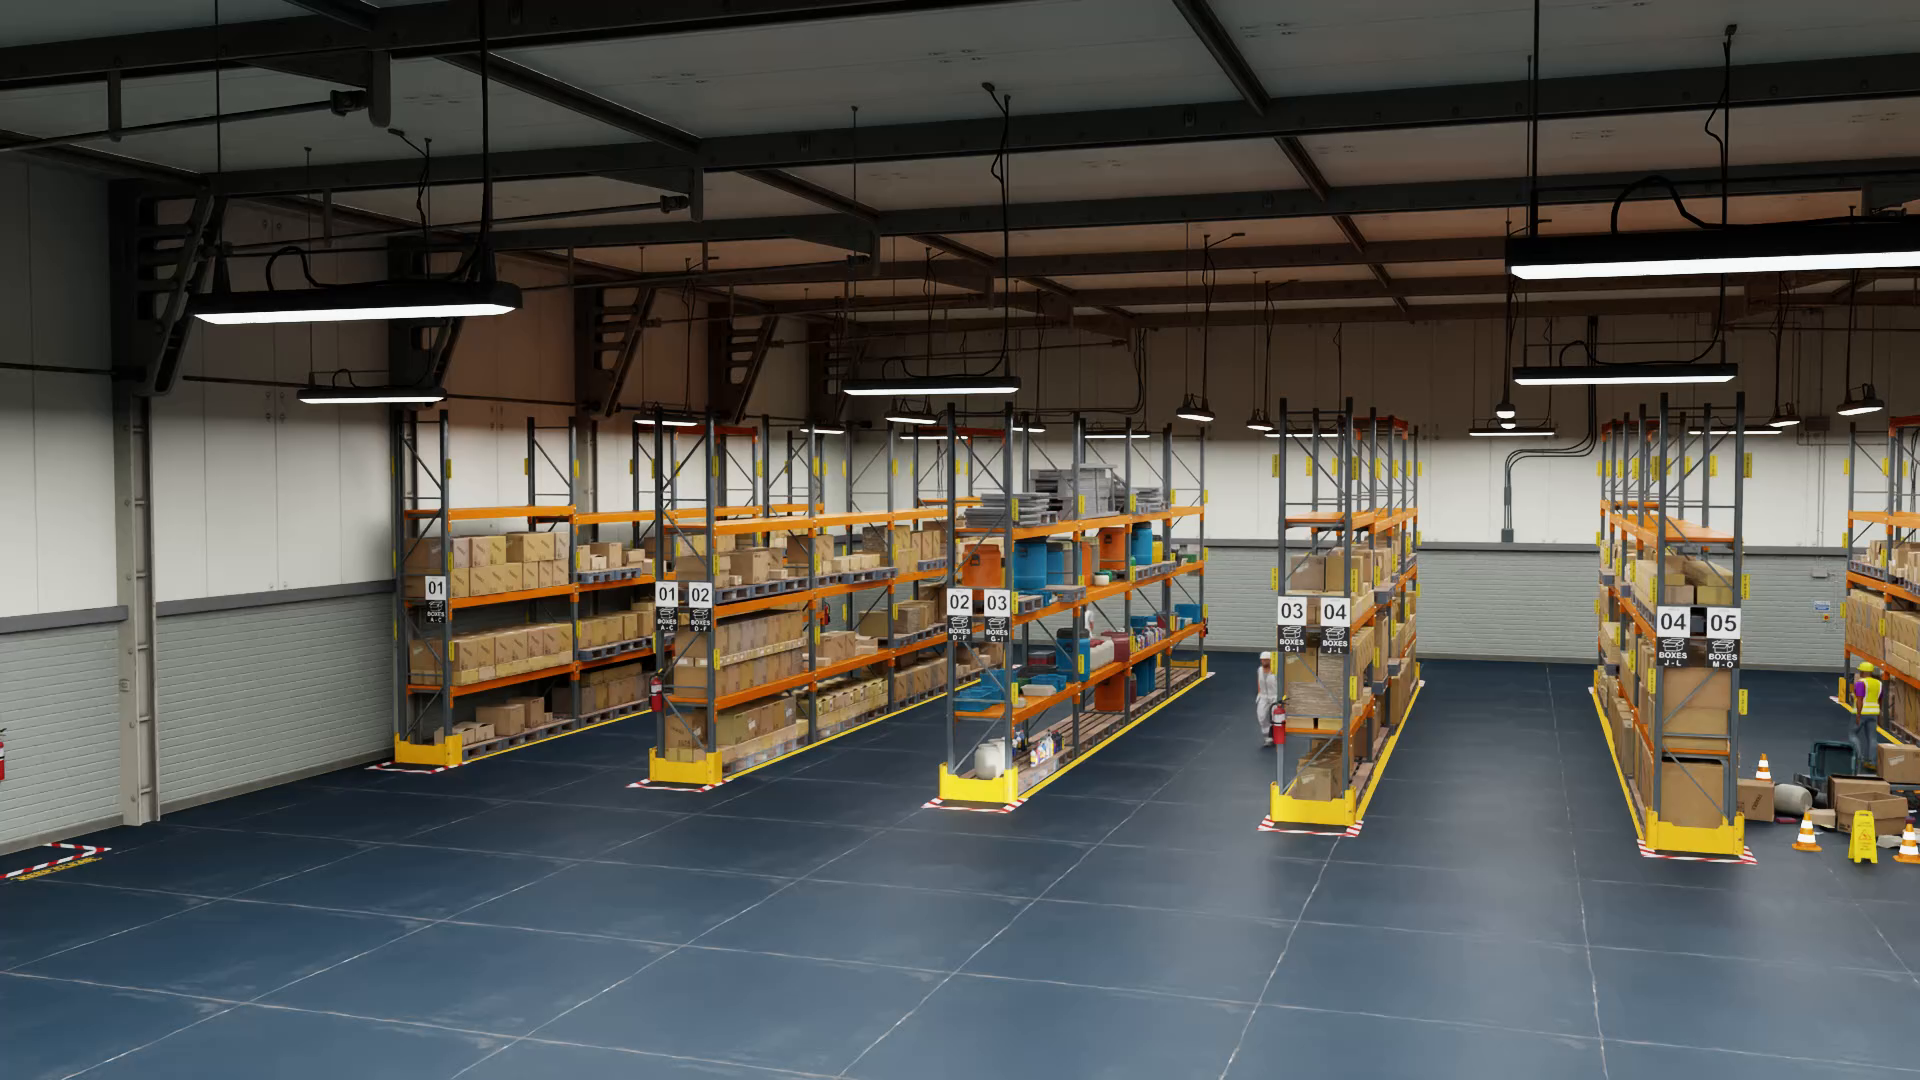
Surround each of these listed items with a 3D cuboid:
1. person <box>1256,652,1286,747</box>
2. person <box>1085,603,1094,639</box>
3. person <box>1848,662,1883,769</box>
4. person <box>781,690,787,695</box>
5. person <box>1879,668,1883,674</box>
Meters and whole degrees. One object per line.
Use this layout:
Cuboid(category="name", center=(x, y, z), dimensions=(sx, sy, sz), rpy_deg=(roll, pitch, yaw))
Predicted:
Cuboid(category="person", center=(5.633, 2.863, 30.192), dimensions=(0.592, 1.698, 0.796), rpy_deg=(2, 3, 33))
Cuboid(category="person", center=(3.039, 2.334, 41.416), dimensions=(0.608, 1.717, 1.033), rpy_deg=(1, 3, 20))
Cuboid(category="person", center=(15.174, 2.941, 27.753), dimensions=(0.548, 1.783, 0.556), rpy_deg=(0, 2, 1))
Cuboid(category="person", center=(-3.689, 2.701, 33.977), dimensions=(0.516, 1.658, 0.776), rpy_deg=(0, 2, 2))
Cuboid(category="person", center=(21.179, 2.558, 37.813), dimensions=(0.999, 1.628, 0.454), rpy_deg=(0, 2, 0))
